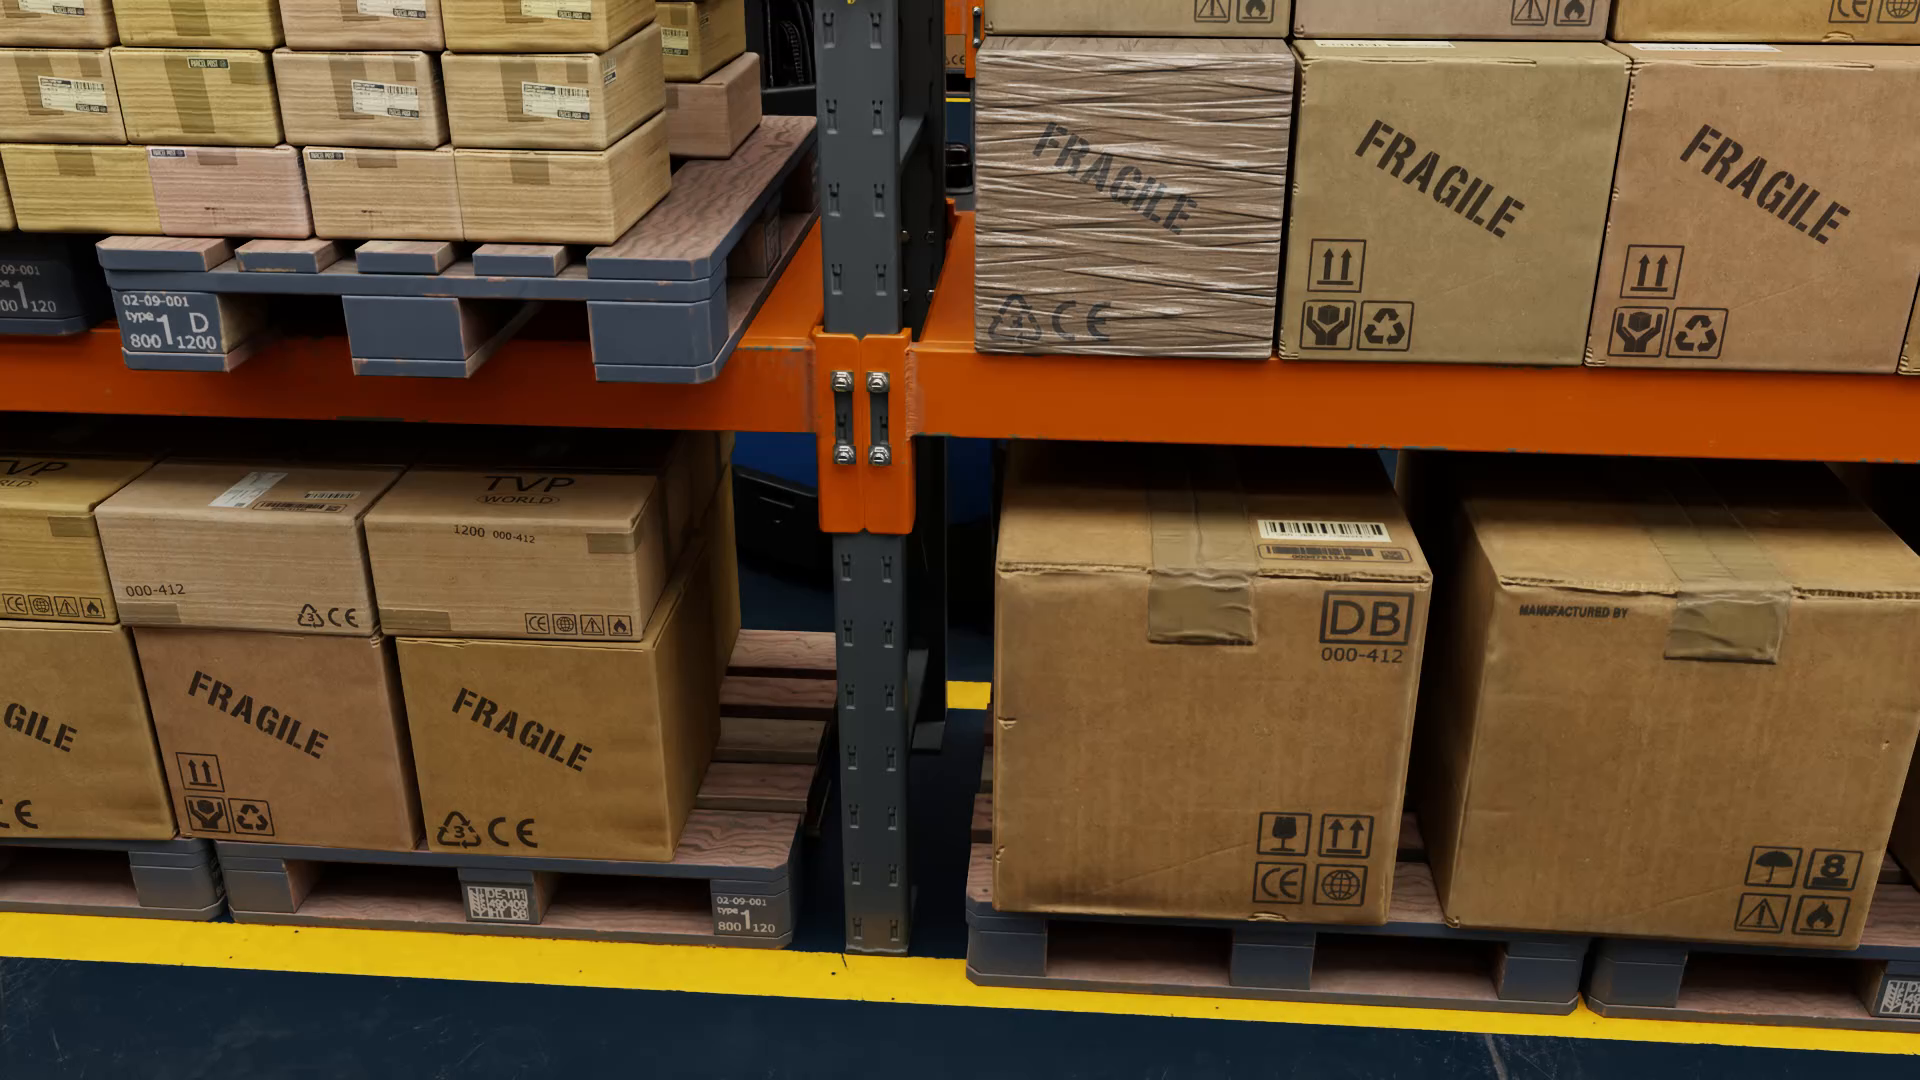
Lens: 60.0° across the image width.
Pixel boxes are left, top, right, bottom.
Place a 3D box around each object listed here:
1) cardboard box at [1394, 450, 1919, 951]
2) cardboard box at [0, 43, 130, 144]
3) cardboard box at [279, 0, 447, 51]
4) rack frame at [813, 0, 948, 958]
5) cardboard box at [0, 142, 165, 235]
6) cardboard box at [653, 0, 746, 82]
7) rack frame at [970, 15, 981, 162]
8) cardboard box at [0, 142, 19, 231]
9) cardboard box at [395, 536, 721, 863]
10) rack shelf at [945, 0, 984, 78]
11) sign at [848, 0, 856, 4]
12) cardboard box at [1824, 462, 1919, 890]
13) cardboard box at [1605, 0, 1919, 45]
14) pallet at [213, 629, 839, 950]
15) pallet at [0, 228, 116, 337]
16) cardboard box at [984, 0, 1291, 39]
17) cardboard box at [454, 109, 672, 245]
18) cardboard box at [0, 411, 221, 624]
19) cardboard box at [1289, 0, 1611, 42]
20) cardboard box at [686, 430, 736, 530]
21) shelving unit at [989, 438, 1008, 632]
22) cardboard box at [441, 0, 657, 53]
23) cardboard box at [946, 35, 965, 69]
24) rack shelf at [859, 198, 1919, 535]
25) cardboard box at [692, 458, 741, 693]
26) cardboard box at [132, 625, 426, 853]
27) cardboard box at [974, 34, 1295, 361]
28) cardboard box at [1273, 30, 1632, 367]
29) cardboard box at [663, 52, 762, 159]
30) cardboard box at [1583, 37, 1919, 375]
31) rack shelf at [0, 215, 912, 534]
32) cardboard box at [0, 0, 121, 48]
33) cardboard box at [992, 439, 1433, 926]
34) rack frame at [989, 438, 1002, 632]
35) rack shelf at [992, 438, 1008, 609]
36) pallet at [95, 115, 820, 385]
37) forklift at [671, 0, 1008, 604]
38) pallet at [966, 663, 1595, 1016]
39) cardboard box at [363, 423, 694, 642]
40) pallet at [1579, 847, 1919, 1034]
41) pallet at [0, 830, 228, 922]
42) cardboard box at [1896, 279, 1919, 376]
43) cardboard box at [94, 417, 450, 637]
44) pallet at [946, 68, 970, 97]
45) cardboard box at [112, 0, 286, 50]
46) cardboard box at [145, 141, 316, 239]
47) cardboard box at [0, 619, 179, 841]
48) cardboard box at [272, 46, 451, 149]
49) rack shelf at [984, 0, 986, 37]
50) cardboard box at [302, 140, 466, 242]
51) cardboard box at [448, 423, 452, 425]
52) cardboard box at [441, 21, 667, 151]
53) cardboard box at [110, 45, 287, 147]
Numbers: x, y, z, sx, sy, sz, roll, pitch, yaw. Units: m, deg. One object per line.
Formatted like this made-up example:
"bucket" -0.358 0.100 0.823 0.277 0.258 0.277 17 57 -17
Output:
"cardboard box" 1.340 0.195 3.427 0.750 0.750 1.050 2 25 5
"cardboard box" -1.438 -0.781 2.801 0.250 0.149 0.380 2 25 4
"cardboard box" -0.906 -0.900 2.705 0.250 0.149 0.380 2 25 3
"rack frame" -0.132 -0.720 3.226 0.127 3.000 1.000 2 25 4
"cardboard box" -1.412 -0.647 2.866 0.250 0.149 0.380 2 25 3
"cardboard box" -0.599 -1.031 3.344 0.250 0.149 0.380 3 25 6
"rack frame" 0.146 -2.786 7.717 0.127 3.000 1.000 2 25 4
"cardboard box" -1.680 -0.655 2.883 0.250 0.149 0.380 1 25 2
"cardboard box" -0.809 0.313 3.470 0.500 0.500 0.500 2 25 4
"rack shelf" -1.848 -2.523 8.006 4.000 0.370 1.077 2 25 4
"sign" -0.165 -0.983 2.508 0.005 0.325 0.100 2 25 4
"cardboard box" 2.268 0.224 3.363 0.750 0.750 1.050 2 25 4
"cardboard box" 1.330 -1.170 2.888 0.500 0.500 0.700 1 25 3
"pallet" -0.912 0.521 3.865 1.213 0.211 1.003 2 25 4
"pallet" -2.109 -0.679 3.367 1.213 0.211 1.003 2 25 4
"cardboard box" 0.314 -1.201 2.956 0.500 0.500 0.700 2 25 4
"cardboard box" -0.660 -0.621 2.809 0.250 0.149 0.380 2 25 5
"cardboard box" -1.844 -0.063 3.389 0.500 0.250 0.500 2 25 5
"cardboard box" 0.819 -1.185 2.922 0.500 0.500 0.700 1 25 3
"cardboard box" -0.802 -0.239 3.771 0.500 0.250 0.500 1 25 2
"shelving unit" 0.401 -0.718 4.299 0.503 2.100 0.431 14 28 27
"cardboard box" -0.656 -0.891 2.685 0.250 0.149 0.380 1 25 2
"cardboard box" 0.084 -3.834 12.482 0.500 0.500 0.500 3 25 6
"rack shelf" 1.862 -0.329 3.237 4.000 0.370 1.077 2 25 4
"cardboard box" -0.818 0.096 3.941 0.500 0.500 0.500 1 25 2
"cardboard box" -1.326 0.295 3.509 0.500 0.500 0.500 3 25 6
"cardboard box" 0.294 -0.638 2.929 0.500 0.500 0.500 2 25 5
"cardboard box" 0.802 -0.623 2.897 0.500 0.500 0.500 2 25 3
"cardboard box" -0.563 -0.895 3.405 0.250 0.149 0.380 2 25 3
"cardboard box" 1.304 -0.607 2.861 0.500 0.500 0.500 2 25 4
"rack shelf" -2.127 -0.457 3.516 4.000 0.370 1.077 2 25 4
"cardboard box" -1.434 -0.916 2.738 0.250 0.149 0.380 3 25 6
"cardboard box" 0.468 0.168 3.485 0.750 0.750 1.050 2 25 3
"rack frame" 0.189 -0.769 4.409 0.015 2.100 0.400 14 28 27
"rack shelf" 0.401 -0.070 4.597 0.480 0.518 0.431 14 28 27
"pallet" -0.851 -0.611 3.219 1.003 0.211 1.213 2 25 4
"forklift" -0.927 -1.614 5.251 3.031 2.935 1.130 17 29 32
"pallet" 0.648 0.603 3.686 1.213 0.211 1.003 2 25 4
"cardboard box" -0.834 -0.028 3.314 0.500 0.250 0.500 1 25 3
"pallet" 1.861 0.644 3.599 1.213 0.211 1.003 2 25 4
"pallet" -2.125 0.481 3.952 1.213 0.211 1.003 2 25 4
"cardboard box" 1.801 -0.590 2.825 0.500 0.500 0.500 2 25 3
"cardboard box" -1.339 -0.040 3.339 0.500 0.250 0.500 2 25 5
"pallet" -0.220 -3.628 12.882 1.213 0.211 1.003 2 25 4
"cardboard box" -1.168 -0.909 2.723 0.250 0.149 0.380 3 25 6
"cardboard box" -1.163 -0.638 2.845 0.250 0.149 0.380 2 25 5
"cardboard box" -1.855 0.284 3.531 0.500 0.500 0.500 1 25 2
"cardboard box" -0.926 -0.766 2.768 0.250 0.149 0.380 3 25 6
"rack shelf" 2.140 -2.395 7.728 4.000 0.370 1.077 2 25 4
"cardboard box" -0.907 -0.629 2.828 0.250 0.149 0.380 2 25 4
"cardboard box" -1.307 -0.255 3.807 0.500 0.250 0.500 2 25 3
"cardboard box" -0.660 -0.758 2.751 0.250 0.149 0.380 2 25 5
"cardboard box" -1.189 -0.773 2.784 0.250 0.149 0.380 2 25 5
